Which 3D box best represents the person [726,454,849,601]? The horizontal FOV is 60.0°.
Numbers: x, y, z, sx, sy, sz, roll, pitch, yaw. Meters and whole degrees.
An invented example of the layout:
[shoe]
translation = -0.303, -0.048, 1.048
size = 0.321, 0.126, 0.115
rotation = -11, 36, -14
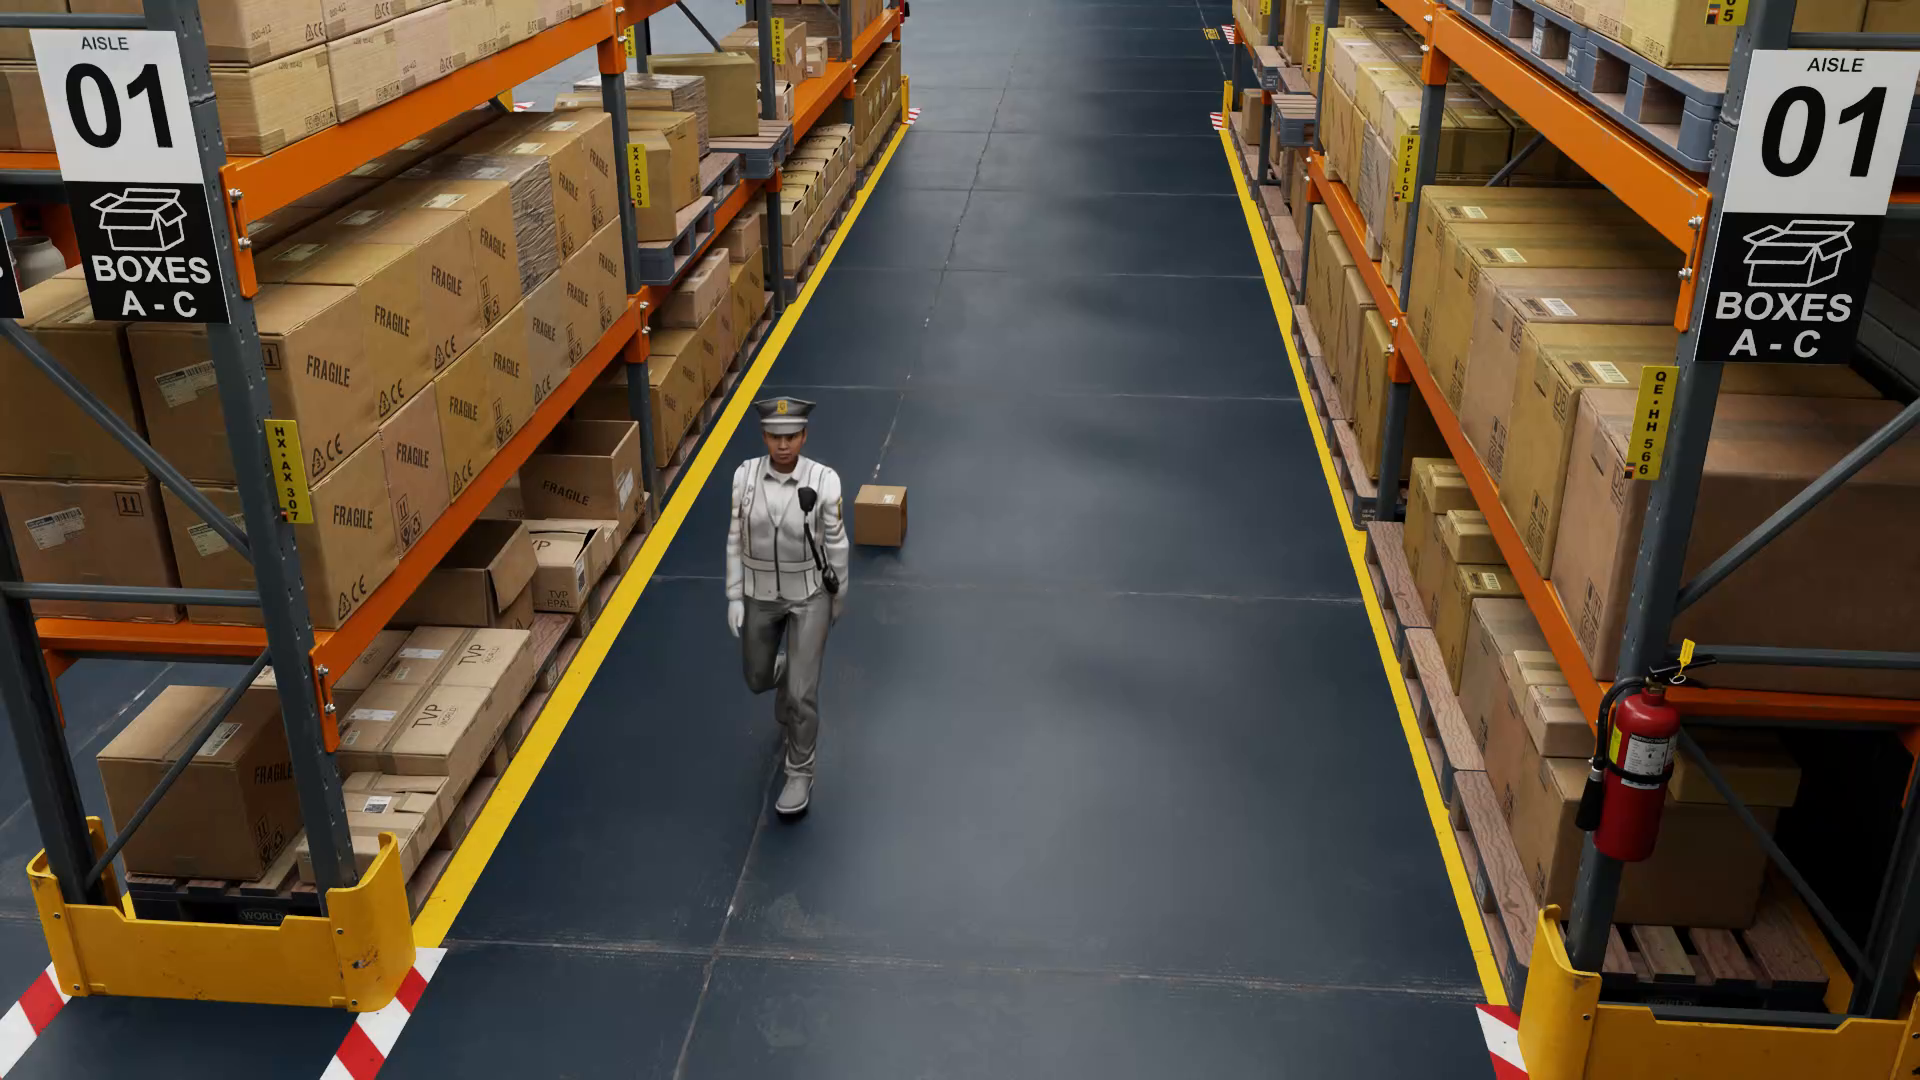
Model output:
[person]
translation = -0.682, -0.040, 6.468
size = 0.477, 0.620, 0.304
rotation = 4, 25, 8
